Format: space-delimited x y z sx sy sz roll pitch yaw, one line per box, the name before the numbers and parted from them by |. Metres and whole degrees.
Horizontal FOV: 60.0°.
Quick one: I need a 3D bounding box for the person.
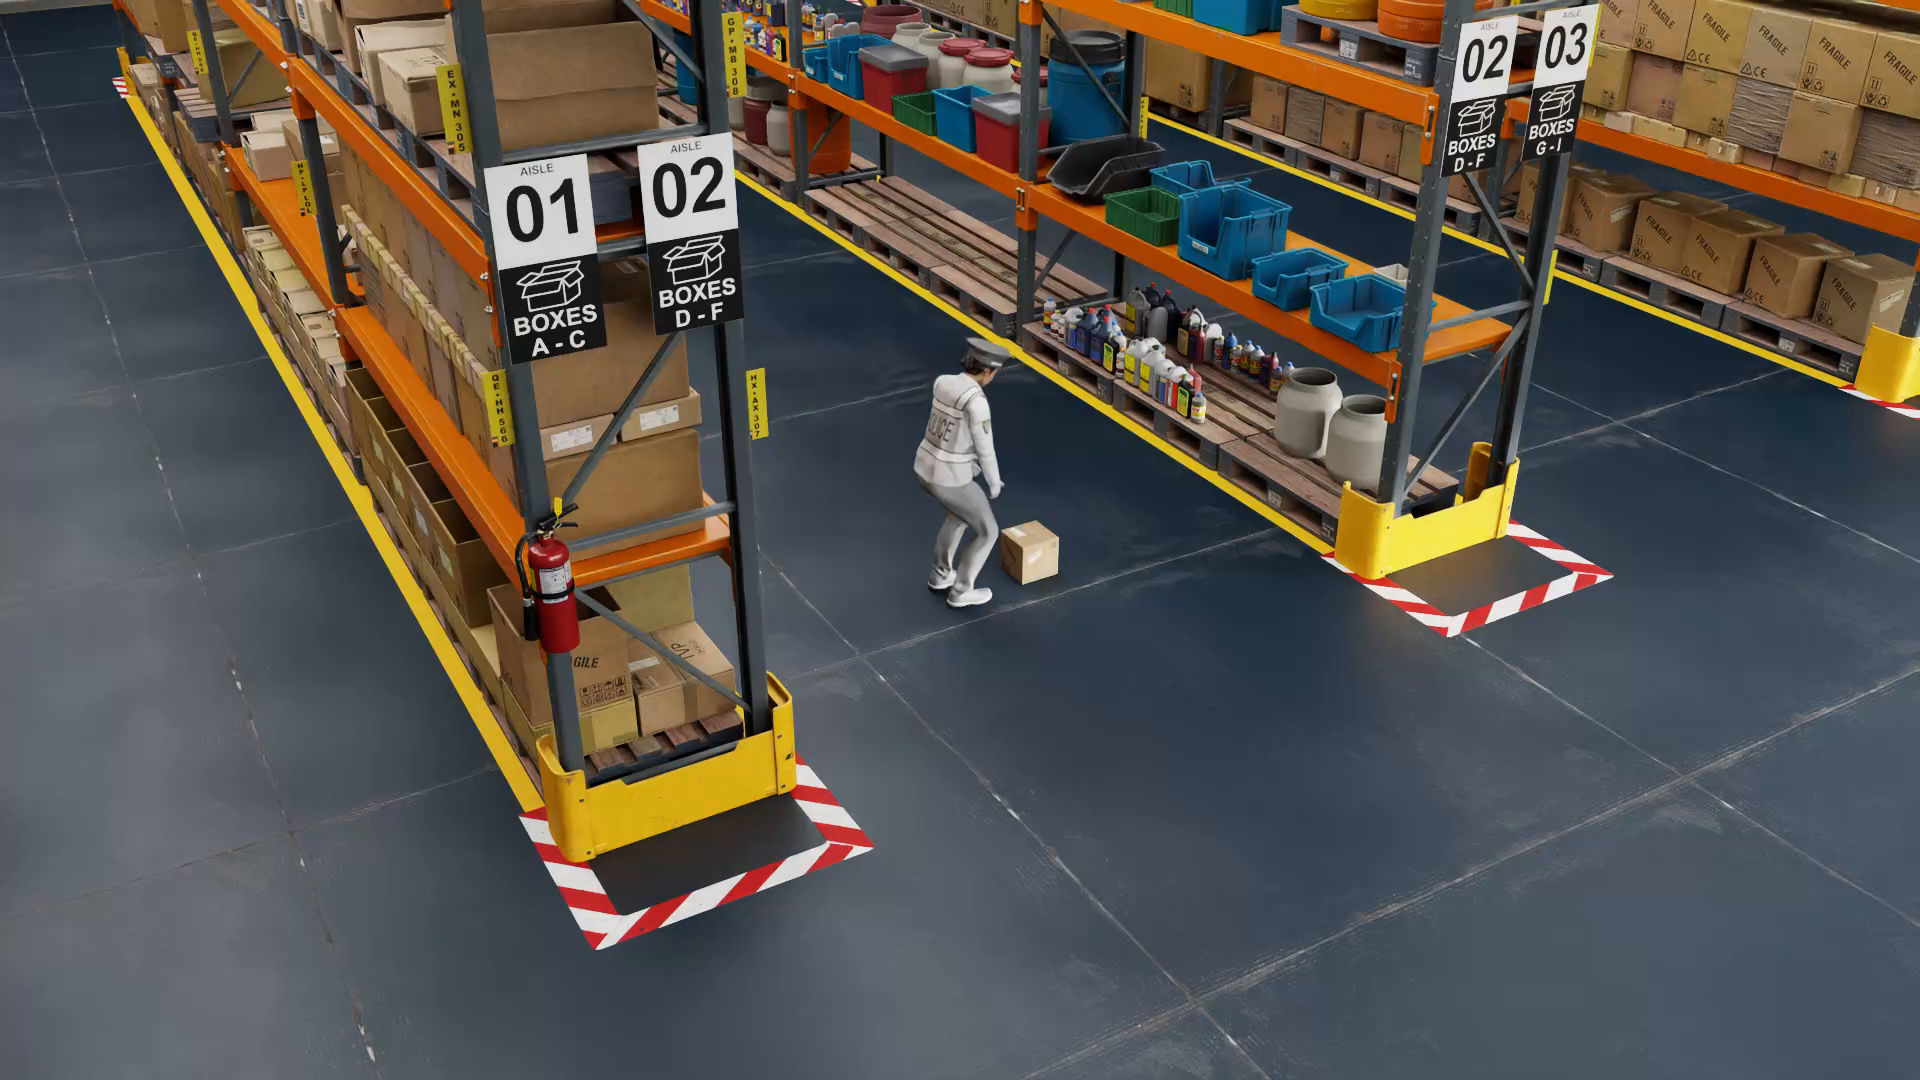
person | 0.015 -0.387 9.387 0.570 1.542 0.523 -15 33 -25
